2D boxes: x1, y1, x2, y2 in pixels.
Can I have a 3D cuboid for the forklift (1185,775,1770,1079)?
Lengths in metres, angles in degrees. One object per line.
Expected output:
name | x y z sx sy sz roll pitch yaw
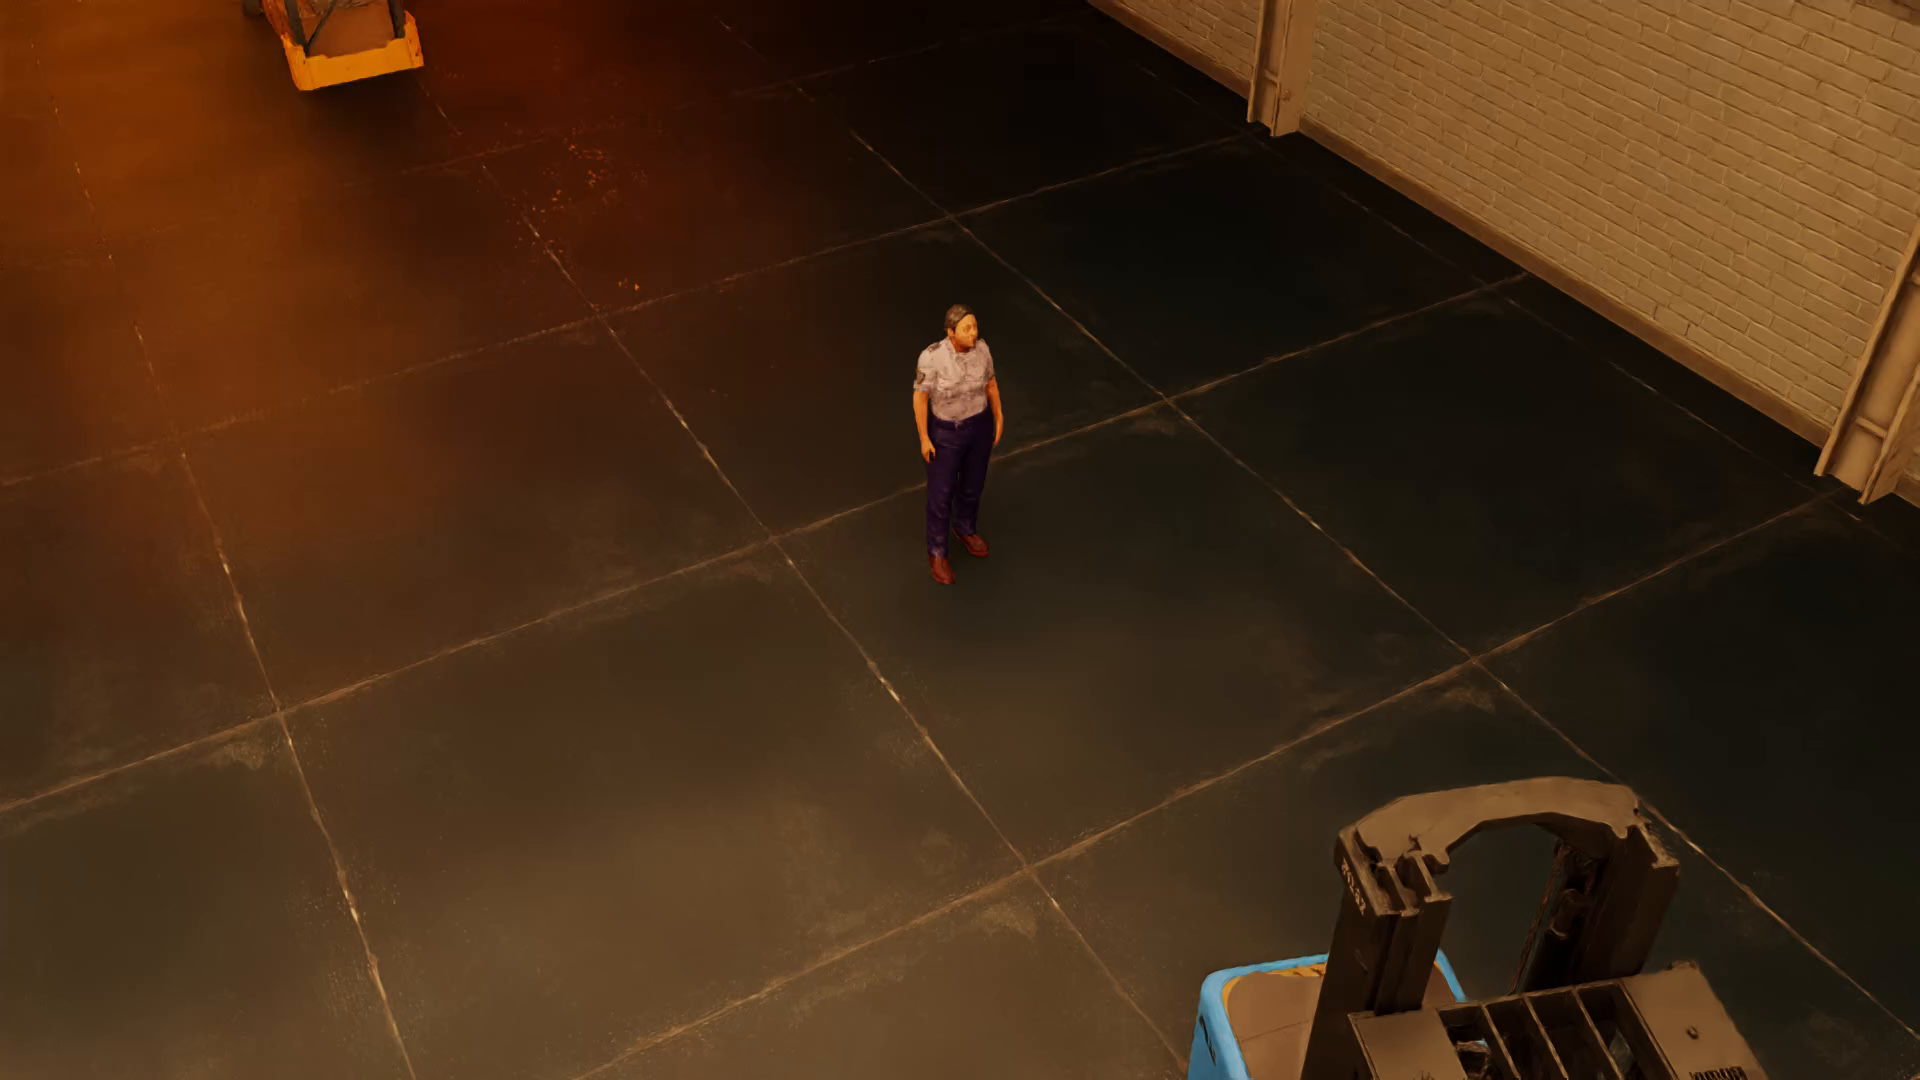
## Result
forklift | 1.702 2.285 5.281 1.130 2.935 3.031 -7 40 -8

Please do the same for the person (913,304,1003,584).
person | 0.025 -0.579 9.736 0.599 1.640 0.502 -20 44 -23
